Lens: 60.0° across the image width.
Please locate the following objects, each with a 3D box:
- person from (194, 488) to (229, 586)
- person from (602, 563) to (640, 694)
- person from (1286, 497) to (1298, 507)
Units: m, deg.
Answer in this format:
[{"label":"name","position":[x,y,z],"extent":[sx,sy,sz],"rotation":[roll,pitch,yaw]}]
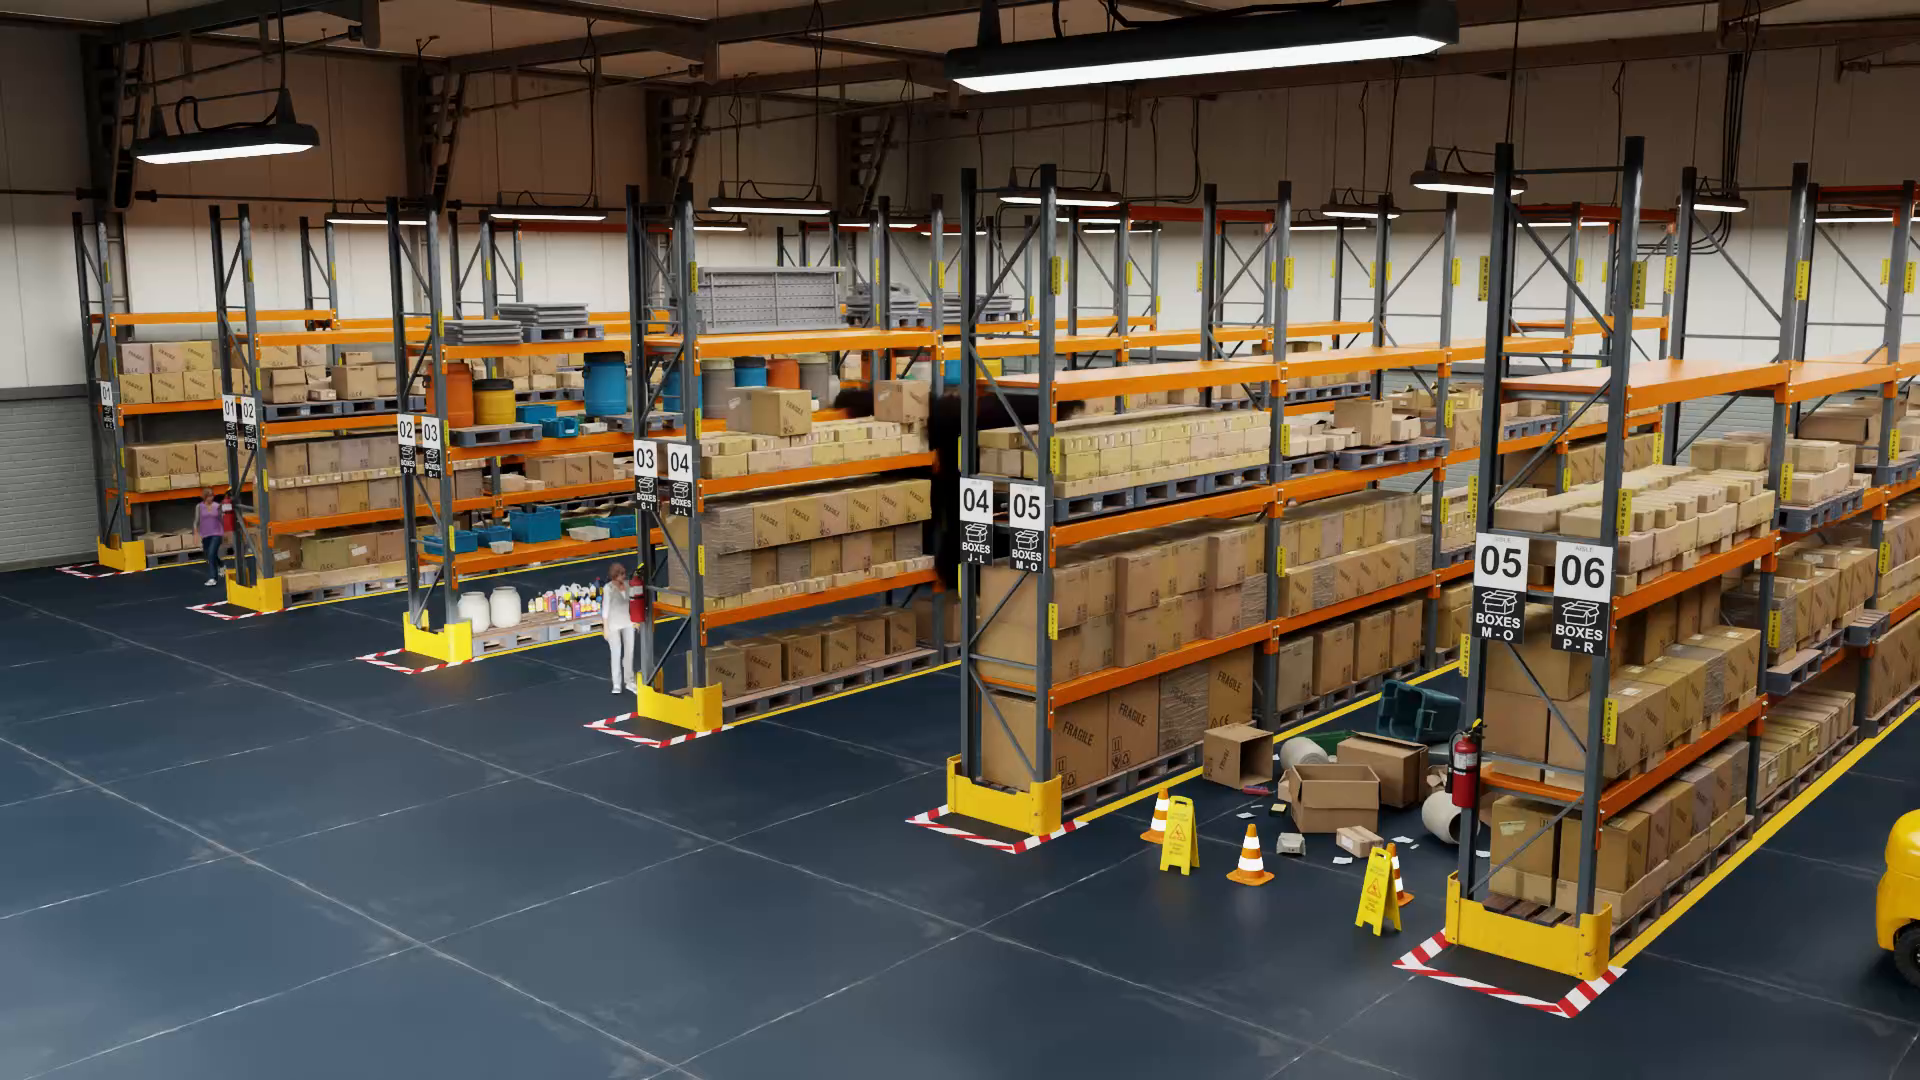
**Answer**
[{"label":"person","position":[-12.149,-0.082,27.011],"extent":[0.399,1.556,0.774],"rotation":[1,10,8]},{"label":"person","position":[-4.105,1.059,20.096],"extent":[0.443,1.608,0.375],"rotation":[-8,12,-40]},{"label":"person","position":[5.018,0.188,25.167],"extent":[0.509,1.696,0.401],"rotation":[-5,11,-27]}]
